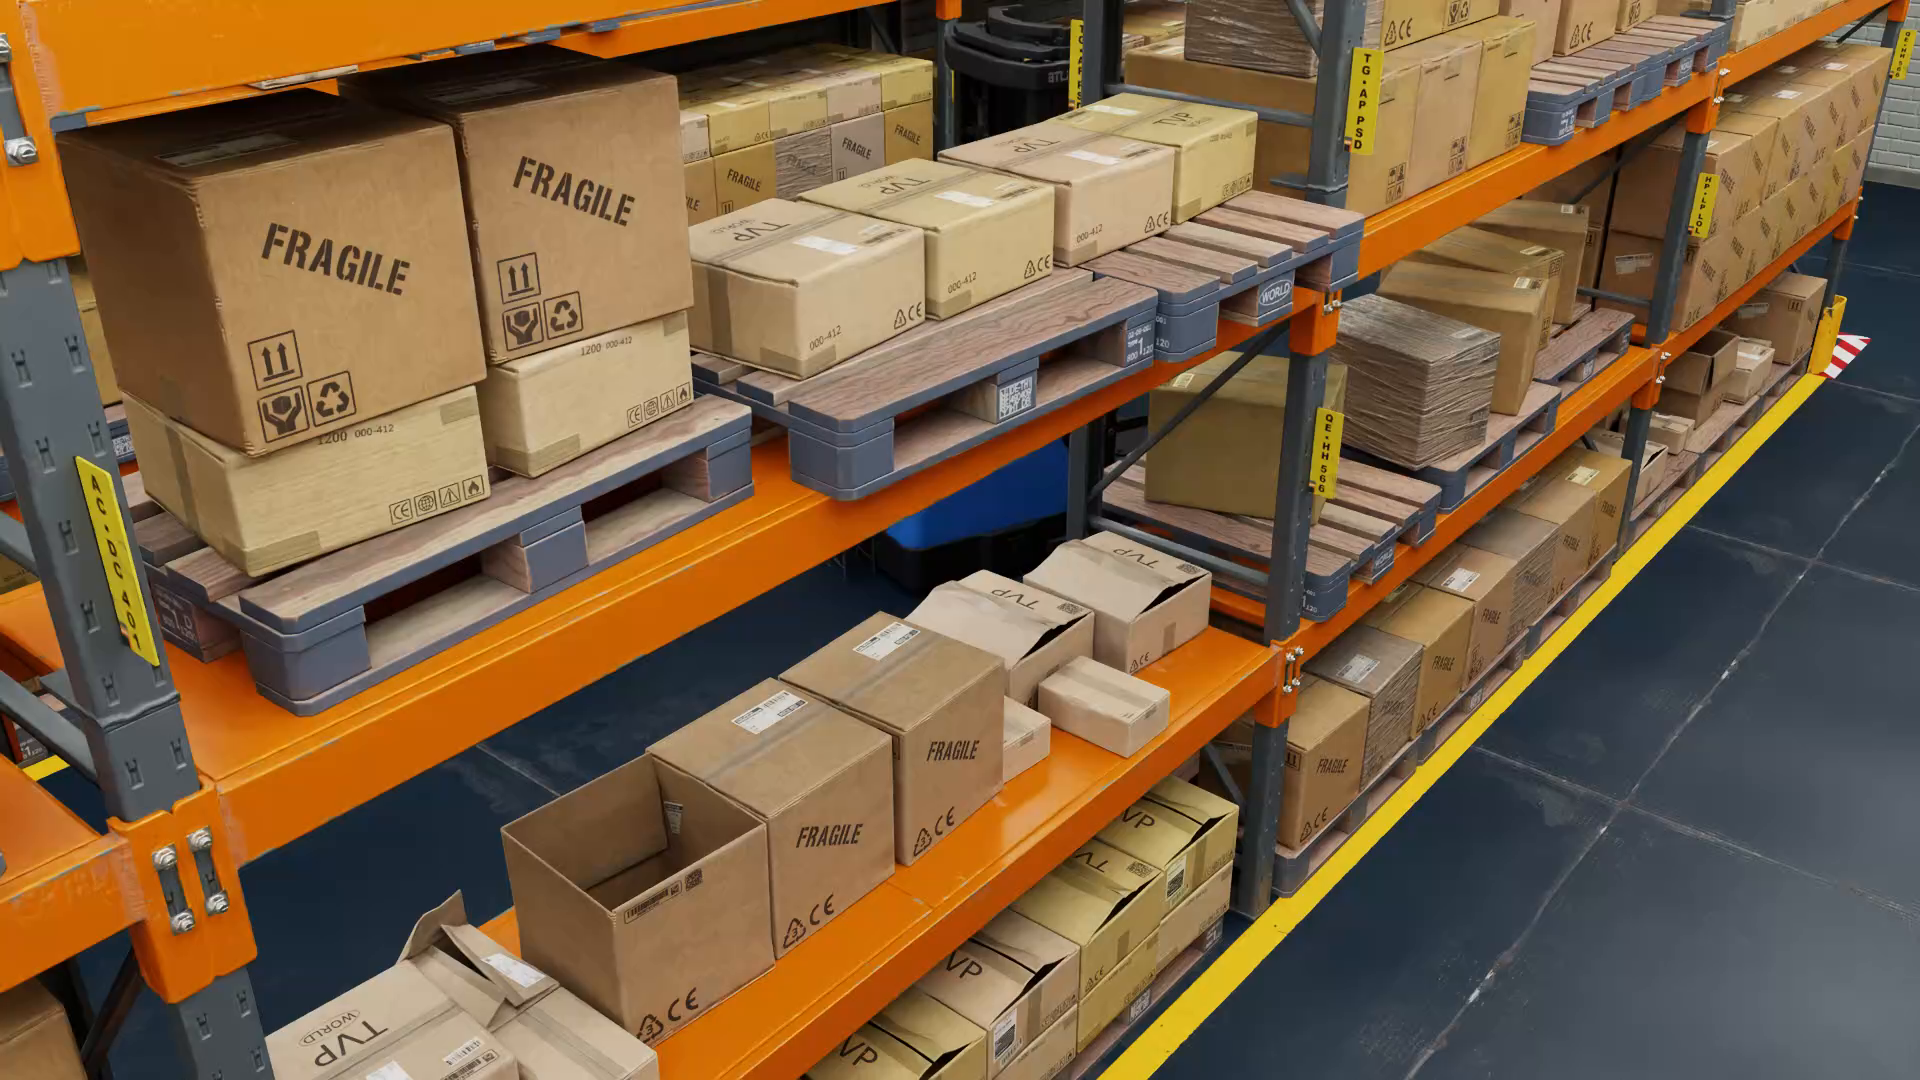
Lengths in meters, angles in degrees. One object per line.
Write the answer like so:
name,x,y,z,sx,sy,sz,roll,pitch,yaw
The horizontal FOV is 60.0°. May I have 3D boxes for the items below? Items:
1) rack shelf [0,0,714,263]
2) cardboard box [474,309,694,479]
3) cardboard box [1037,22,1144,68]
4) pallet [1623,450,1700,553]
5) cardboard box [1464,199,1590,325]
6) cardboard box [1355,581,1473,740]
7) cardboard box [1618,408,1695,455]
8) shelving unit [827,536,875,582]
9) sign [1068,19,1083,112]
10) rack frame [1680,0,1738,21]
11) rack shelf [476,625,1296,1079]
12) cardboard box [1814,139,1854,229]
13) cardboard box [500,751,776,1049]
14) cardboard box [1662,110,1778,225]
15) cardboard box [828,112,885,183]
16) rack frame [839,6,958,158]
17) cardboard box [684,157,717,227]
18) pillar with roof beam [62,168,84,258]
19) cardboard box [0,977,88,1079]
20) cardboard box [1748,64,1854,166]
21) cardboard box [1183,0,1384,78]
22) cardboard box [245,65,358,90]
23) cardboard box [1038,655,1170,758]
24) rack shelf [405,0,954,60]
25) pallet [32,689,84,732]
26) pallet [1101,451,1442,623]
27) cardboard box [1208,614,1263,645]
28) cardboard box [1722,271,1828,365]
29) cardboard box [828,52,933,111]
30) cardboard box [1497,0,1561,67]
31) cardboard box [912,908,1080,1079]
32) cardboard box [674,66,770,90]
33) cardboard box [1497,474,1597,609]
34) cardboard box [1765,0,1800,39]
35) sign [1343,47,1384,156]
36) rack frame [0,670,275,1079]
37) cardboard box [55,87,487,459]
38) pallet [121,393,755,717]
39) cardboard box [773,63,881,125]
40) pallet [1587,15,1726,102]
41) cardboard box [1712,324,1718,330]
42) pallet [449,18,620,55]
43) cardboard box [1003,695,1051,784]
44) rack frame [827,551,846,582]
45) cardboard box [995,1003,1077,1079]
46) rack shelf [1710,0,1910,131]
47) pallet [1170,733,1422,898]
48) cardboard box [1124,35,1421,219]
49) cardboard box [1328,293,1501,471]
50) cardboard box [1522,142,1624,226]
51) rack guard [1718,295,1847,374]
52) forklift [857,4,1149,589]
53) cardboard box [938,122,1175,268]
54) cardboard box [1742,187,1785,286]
rack shelf,-0.425,-1.406,3.892,1.077,0.370,4.000,21,34,34
cardboard box,-0.950,-0.393,3.686,0.500,0.250,0.500,17,32,30
cardboard box,0.848,-3.651,13.217,0.980,0.700,0.700,19,33,32
pallet,3.829,-0.370,10.236,1.003,0.211,1.213,21,34,34
cardboard box,2.918,-1.494,8.808,0.700,0.500,0.500,9,29,18
cardboard box,2.009,0.526,7.711,0.500,0.500,0.500,20,34,34
cardboard box,4.368,-0.698,10.439,0.380,0.166,0.250,21,34,34
shelving unit,-0.618,-0.366,9.151,0.189,1.200,0.258,-15,31,-26
sign,0.430,-1.669,5.884,0.100,0.325,0.005,21,34,34
rack frame,3.392,-4.030,7.747,1.000,3.000,0.127,21,34,34
rack shelf,-0.425,1.081,5.179,1.077,0.370,4.000,21,34,34
cardboard box,5.534,-2.405,11.026,0.500,0.500,0.500,21,34,35
cardboard box,-0.861,0.972,4.498,0.500,0.500,0.500,24,36,38
cardboard box,4.236,-2.122,9.391,0.500,0.500,0.500,20,33,33
cardboard box,-0.849,-2.577,11.012,0.500,0.500,0.500,21,34,35
rack frame,-0.433,-2.812,11.922,1.000,3.000,0.127,21,34,34
cardboard box,-1.814,-2.035,9.966,0.500,0.500,0.500,21,34,34
pillar with roof beam,-1.150,-2.592,4.967,9.100,9.000,0.400,21,34,34
cardboard box,-1.974,1.009,3.014,0.700,0.500,0.500,21,34,35
cardboard box,5.218,-2.670,10.449,0.500,0.500,0.500,22,34,36
cardboard box,1.130,-1.921,5.738,0.500,0.500,0.500,21,34,34
cardboard box,-3.227,-2.361,7.861,0.500,0.311,0.500,21,34,34
cardboard box,0.488,0.564,5.669,0.380,0.149,0.250,21,34,34
rack shelf,-1.705,-3.116,10.027,1.077,0.370,4.000,21,34,34
pallet,-4.252,0.552,8.454,1.003,0.211,1.213,21,34,34
pallet,1.224,-0.123,6.932,1.213,0.211,1.003,21,34,34
cardboard box,1.294,0.213,7.500,0.500,0.250,0.500,22,35,36
cardboard box,5.780,-1.604,11.828,0.500,0.500,0.500,21,34,34
cardboard box,-0.533,-3.090,11.189,0.500,0.250,0.500,22,34,36
cardboard box,2.168,-2.343,7.075,0.600,0.600,0.600,19,33,33
cardboard box,0.055,1.460,5.588,0.500,0.311,0.500,20,34,34
cardboard box,-1.569,-2.877,10.777,0.500,0.250,0.500,19,33,33
cardboard box,2.978,-0.019,8.765,0.500,0.500,0.500,21,34,35
cardboard box,4.213,-2.908,9.005,0.500,0.250,0.500,21,34,34
sign,1.270,-1.380,5.239,0.100,0.325,0.005,21,34,34
rack frame,-1.697,1.471,3.643,1.000,3.000,0.127,21,34,34
cardboard box,-1.274,-0.522,3.120,0.500,0.500,0.500,21,34,35
pallet,-1.146,-0.093,3.609,0.805,0.209,1.217,19,33,32
cardboard box,-0.866,-2.912,10.844,0.500,0.250,0.500,22,34,35
pallet,2.923,-2.404,8.072,1.213,0.211,1.003,21,34,34
cardboard box,5.053,-1.471,11.843,0.500,0.250,0.500,21,34,34
pallet,-2.609,-2.886,9.006,1.213,0.211,1.003,23,35,37
cardboard box,0.080,0.633,5.536,0.380,0.149,0.250,24,36,38
rack frame,-0.698,-0.345,9.111,0.006,1.200,0.240,-15,31,-26
cardboard box,0.054,1.706,5.723,0.500,0.250,0.500,22,34,36
rack shelf,4.664,-3.088,9.972,1.077,0.370,4.000,21,34,34
pallet,1.351,1.037,7.515,1.003,0.211,1.213,21,34,34
cardboard box,1.099,-1.489,5.990,0.910,0.500,0.500,21,34,34
cardboard box,1.890,-0.703,7.279,0.500,0.500,0.700,-21,34,-34
cardboard box,3.513,-2.109,9.366,0.500,0.500,0.500,21,34,35
rack guard,5.887,-1.647,12.389,1.175,0.500,0.348,21,34,34
forklift,0.779,-1.506,9.471,3.031,2.935,1.130,-15,31,-26
cardboard box,0.283,-1.031,4.921,0.500,0.250,0.500,22,34,36
cardboard box,4.569,-1.870,9.992,0.500,0.500,0.500,21,34,34
